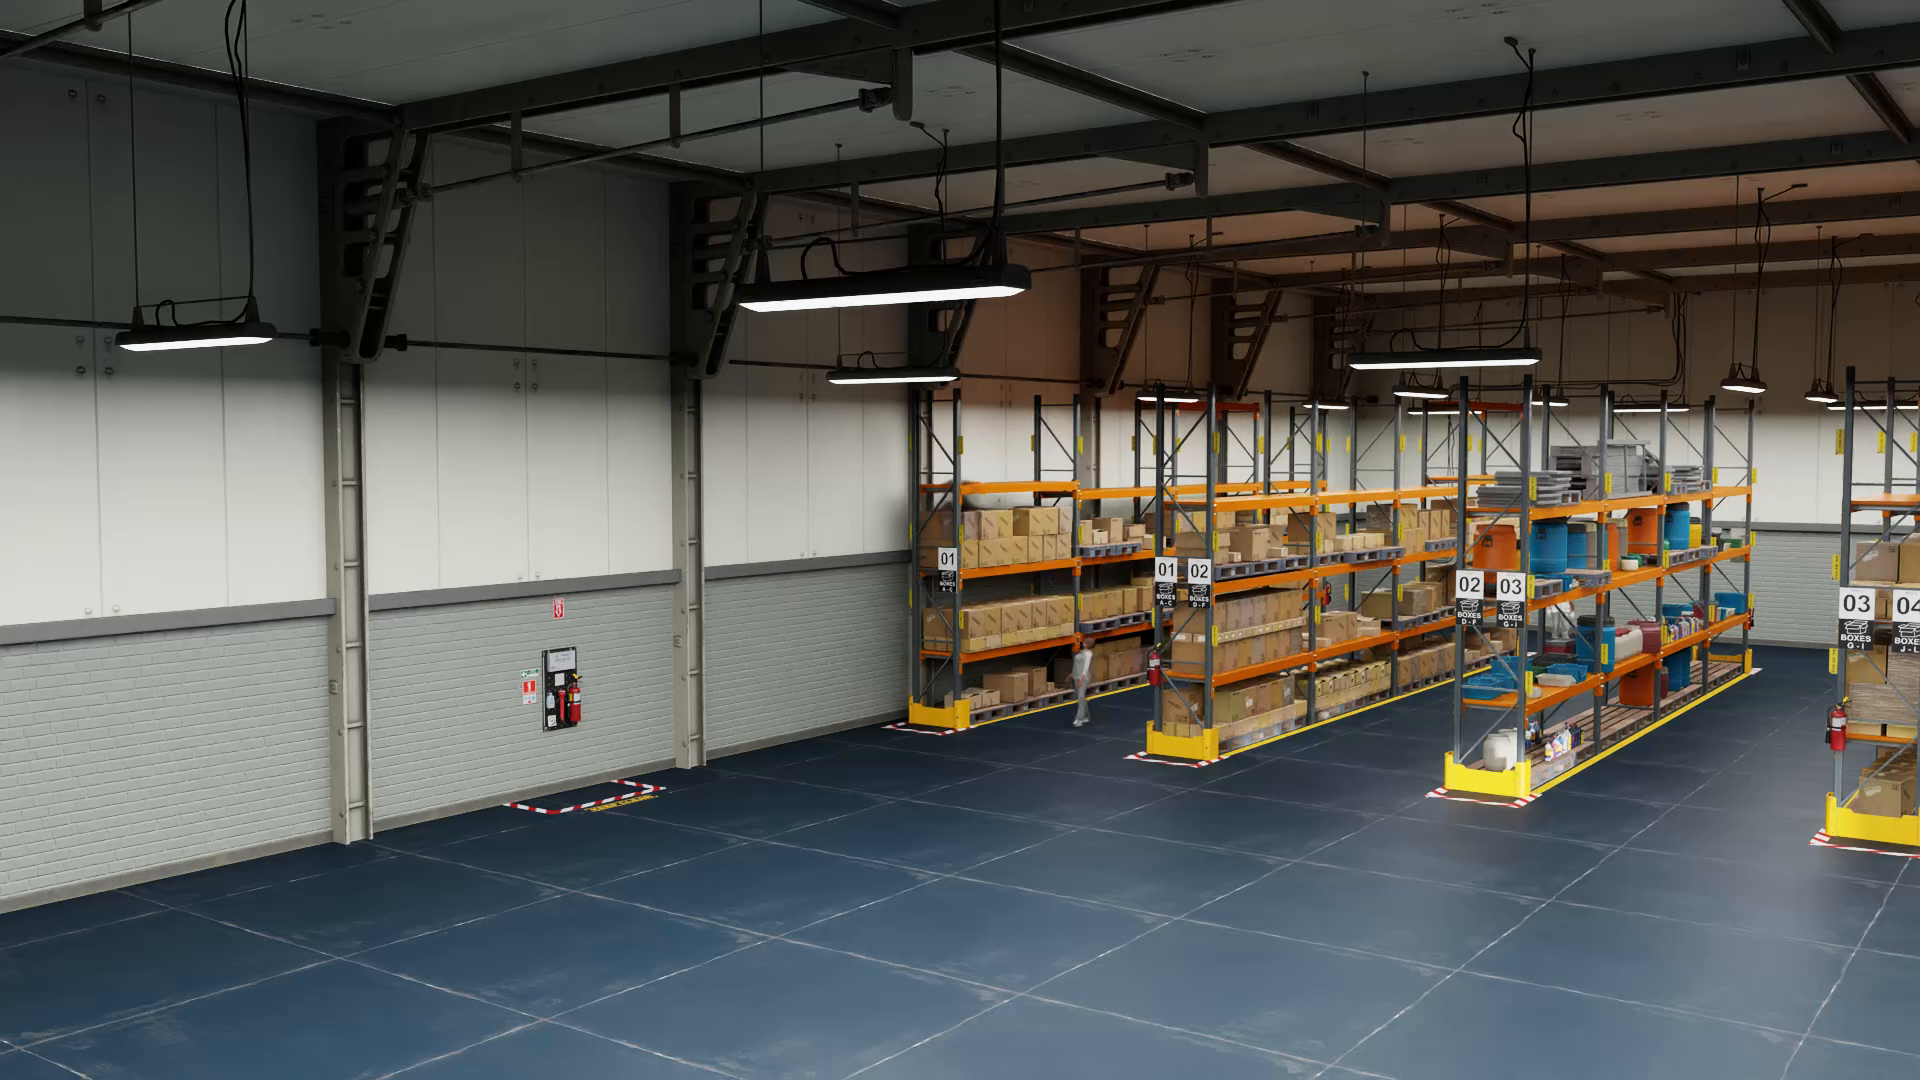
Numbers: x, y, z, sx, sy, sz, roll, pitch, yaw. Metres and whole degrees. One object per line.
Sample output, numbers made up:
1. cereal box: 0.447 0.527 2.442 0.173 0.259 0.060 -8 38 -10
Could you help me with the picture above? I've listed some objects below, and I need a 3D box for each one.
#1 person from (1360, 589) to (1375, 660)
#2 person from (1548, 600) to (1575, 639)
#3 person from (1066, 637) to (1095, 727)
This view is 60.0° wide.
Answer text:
1. person: 9.329 2.015 37.722 0.619 1.813 0.877 2 4 37
2. person: 14.844 1.793 41.049 0.652 1.750 0.980 1 3 13
3. person: 2.138 2.534 29.807 0.536 1.585 0.459 -2 4 -30
